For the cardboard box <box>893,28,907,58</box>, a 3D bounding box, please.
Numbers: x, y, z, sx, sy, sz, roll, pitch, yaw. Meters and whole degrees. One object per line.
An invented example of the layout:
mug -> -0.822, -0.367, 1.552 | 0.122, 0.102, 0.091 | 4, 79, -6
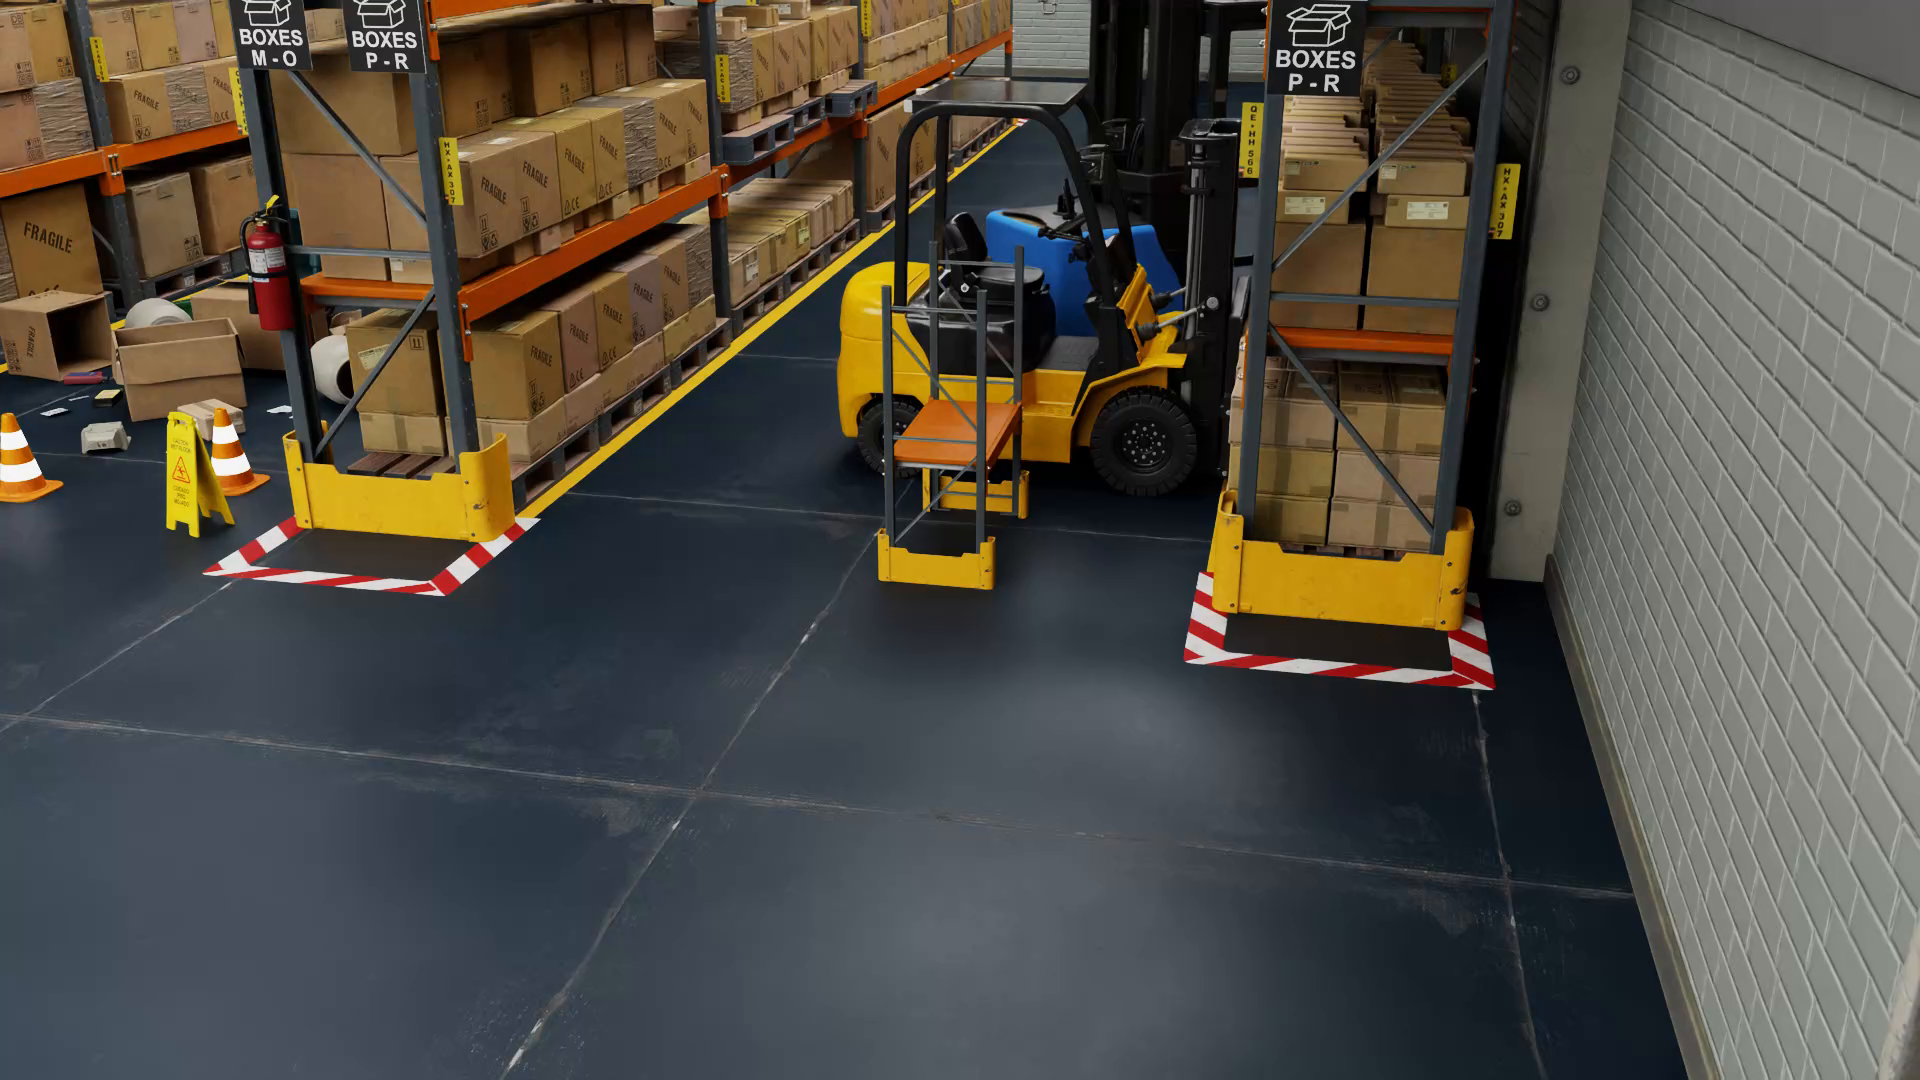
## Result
cardboard box -> -0.840, -5.078, 16.979 | 0.500, 0.250, 0.500 | 4, 22, 11

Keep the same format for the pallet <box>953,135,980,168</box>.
pallet -> -0.358, -4.821, 20.541 | 1.003, 0.211, 1.213 | 4, 22, 11

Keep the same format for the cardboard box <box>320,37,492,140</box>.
cardboard box -> -3.037, -2.490, 9.150 | 0.700, 0.500, 0.500 | 5, 22, 11

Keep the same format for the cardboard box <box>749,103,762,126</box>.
cardboard box -> -1.740, -3.263, 12.715 | 0.380, 0.149, 0.250 | 5, 22, 12

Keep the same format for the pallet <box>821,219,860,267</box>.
pallet -> -1.567, -2.800, 15.524 | 1.003, 0.211, 1.213 | 4, 22, 11

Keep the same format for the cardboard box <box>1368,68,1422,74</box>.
cardboard box -> 3.185, -3.368, 12.200 | 0.380, 0.149, 0.250 | 4, 22, 11

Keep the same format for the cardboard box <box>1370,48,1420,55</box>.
cardboard box -> 3.547, -3.926, 13.584 | 0.380, 0.149, 0.250 | 4, 22, 10

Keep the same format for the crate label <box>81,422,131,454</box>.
crate label -> -5.270, -0.634, 10.244 | 0.250, 0.136, 0.298 | -7, 23, -17

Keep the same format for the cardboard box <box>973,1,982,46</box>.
cardboard box -> -0.023, -6.405, 20.609 | 0.500, 0.500, 0.500 | 5, 22, 11

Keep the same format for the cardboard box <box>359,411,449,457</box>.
cardboard box -> -3.132, -0.698, 9.689 | 0.500, 0.250, 0.500 | 4, 22, 11

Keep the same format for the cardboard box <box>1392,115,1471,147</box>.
cardboard box -> 2.470, -2.135, 8.740 | 0.380, 0.149, 0.250 | 4, 22, 10

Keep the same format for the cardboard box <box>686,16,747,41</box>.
cardboard box -> -1.780, -3.742, 12.166 | 0.380, 0.149, 0.250 | 4, 22, 11

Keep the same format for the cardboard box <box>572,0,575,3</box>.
cardboard box -> -5.014, -6.710, 20.968 | 0.500, 0.500, 0.500 | 4, 22, 11

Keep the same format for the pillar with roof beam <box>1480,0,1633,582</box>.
pillar with roof beam -> -1.368, -4.373, 7.667 | 9.100, 9.000, 0.400 | 4, 22, 11

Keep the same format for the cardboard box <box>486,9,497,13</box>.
cardboard box -> -5.509, -6.086, 18.929 | 0.380, 0.149, 0.250 | 4, 22, 11

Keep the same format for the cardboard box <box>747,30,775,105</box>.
cardboard box -> -1.744, -3.628, 12.754 | 0.500, 0.500, 0.500 | 5, 22, 11

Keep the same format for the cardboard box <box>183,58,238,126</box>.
cardboard box -> -6.511, -3.842, 14.245 | 0.500, 0.500, 0.500 | 4, 22, 11

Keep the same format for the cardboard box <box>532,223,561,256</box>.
cardboard box -> -2.498, -1.719, 9.443 | 0.380, 0.149, 0.250 | 5, 22, 12

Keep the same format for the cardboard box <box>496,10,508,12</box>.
cardboard box -> -5.450, -6.051, 19.240 | 0.380, 0.149, 0.250 | 5, 23, 13

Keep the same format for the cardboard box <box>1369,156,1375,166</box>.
cardboard box -> 2.489, -1.843, 9.281 | 0.500, 0.500, 0.500 | 5, 22, 12

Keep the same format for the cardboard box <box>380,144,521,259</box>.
cardboard box -> -2.670, -1.790, 8.751 | 0.500, 0.500, 0.500 | 4, 22, 10

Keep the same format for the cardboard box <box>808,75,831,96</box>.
cardboard box -> -1.336, -3.927, 14.364 | 0.380, 0.149, 0.250 | 5, 22, 12

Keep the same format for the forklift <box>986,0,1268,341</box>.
forklift -> 1.722, -2.784, 11.842 | 3.031, 2.935, 1.130 | -11, 24, -25

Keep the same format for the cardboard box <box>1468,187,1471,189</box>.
cardboard box -> 2.425, -1.894, 8.540 | 0.380, 0.149, 0.250 | 5, 22, 11

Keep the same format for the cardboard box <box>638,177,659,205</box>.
cardboard box -> -2.193, -2.287, 10.854 | 0.380, 0.149, 0.250 | 4, 22, 10

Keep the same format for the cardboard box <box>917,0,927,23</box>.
cardboard box -> -0.656, -5.796, 17.758 | 0.500, 0.500, 0.500 | 5, 23, 13

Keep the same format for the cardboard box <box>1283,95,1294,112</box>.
cardboard box -> 2.095, -2.551, 9.772 | 0.380, 0.149, 0.250 | 4, 22, 10

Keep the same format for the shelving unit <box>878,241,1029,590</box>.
shelving unit -> -0.016, -0.668, 8.504 | 0.587, 1.500, 1.083 | 4, 22, 11

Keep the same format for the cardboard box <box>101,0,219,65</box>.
cardboard box -> -6.787, -4.322, 14.098 | 0.700, 0.500, 0.500 | 5, 22, 11

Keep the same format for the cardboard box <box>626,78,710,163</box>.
cardboard box -> -2.069, -2.919, 11.555 | 0.500, 0.500, 0.500 | 4, 22, 10

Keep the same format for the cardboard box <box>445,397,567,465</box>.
cardboard box -> -2.603, -0.647, 9.563 | 0.500, 0.250, 0.500 | 4, 22, 10

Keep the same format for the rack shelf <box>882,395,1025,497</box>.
rack shelf -> -0.017, -0.498, 8.563 | 0.538, 0.185, 1.000 | 4, 22, 11

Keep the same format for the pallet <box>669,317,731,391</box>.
pallet -> -2.325, -1.375, 11.984 | 1.003, 0.211, 1.213 | 4, 22, 11

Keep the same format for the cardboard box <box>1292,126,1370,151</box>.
cardboard box -> 1.859, -1.985, 8.366 | 0.380, 0.149, 0.250 | 5, 22, 11

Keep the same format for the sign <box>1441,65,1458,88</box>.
sign -> 3.182, -2.936, 10.863 | 0.100, 0.325, 0.005 | 4, 22, 11

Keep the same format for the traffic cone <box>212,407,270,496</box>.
traffic cone -> -4.213, -0.532, 9.556 | 0.336, 0.463, 0.334 | 4, 22, 11

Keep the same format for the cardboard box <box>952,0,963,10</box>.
cardboard box -> -0.255, -6.508, 19.526 | 0.500, 0.500, 0.500 | 5, 22, 11

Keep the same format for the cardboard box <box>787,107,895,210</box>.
cardboard box -> -1.184, -3.835, 16.642 | 0.875, 0.875, 0.875 | 4, 22, 10

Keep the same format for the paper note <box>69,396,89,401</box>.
paper note -> -5.943, -0.957, 11.216 | 0.032, 0.001, 0.123 | 18, 28, 38

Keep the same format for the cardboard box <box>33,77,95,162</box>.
cardboard box -> -7.152, -3.191, 12.560 | 0.875, 0.550, 0.550 | 4, 22, 11

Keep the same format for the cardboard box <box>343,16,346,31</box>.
cardboard box -> -5.988, -5.230, 16.802 | 0.380, 0.149, 0.250 | 4, 22, 11

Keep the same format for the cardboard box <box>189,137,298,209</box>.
cardboard box -> -6.660, -3.335, 15.569 | 1.050, 0.750, 0.750 | 5, 22, 12

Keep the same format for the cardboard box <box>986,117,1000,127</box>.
cardboard box -> 0.011, -5.727, 21.926 | 0.875, 0.438, 0.875 | 5, 22, 12

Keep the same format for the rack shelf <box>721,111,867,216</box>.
rack shelf -> -1.814, -3.314, 14.030 | 1.077, 0.370, 4.000 | 4, 22, 11

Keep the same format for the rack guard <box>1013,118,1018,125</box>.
rack guard -> 0.231, -6.154, 23.466 | 1.175, 0.500, 0.348 | 4, 22, 11

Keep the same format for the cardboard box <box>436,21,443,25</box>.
cardboard box -> -5.770, -5.478, 17.816 | 0.380, 0.149, 0.250 | 4, 22, 11

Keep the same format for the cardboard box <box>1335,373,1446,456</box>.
cardboard box -> 2.105, -0.621, 8.160 | 0.500, 0.250, 0.500 | 4, 22, 10

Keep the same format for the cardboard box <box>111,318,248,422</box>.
cardboard box -> -5.158, -1.131, 10.988 | 0.797, 0.503, 0.637 | -11, 25, -26

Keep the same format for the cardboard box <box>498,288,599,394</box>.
cardboard box -> -2.496, -1.195, 9.920 | 0.500, 0.500, 0.500 | 4, 22, 9

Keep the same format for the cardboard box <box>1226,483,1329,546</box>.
cardboard box -> 1.608, -0.192, 8.433 | 0.500, 0.250, 0.500 | 5, 22, 11

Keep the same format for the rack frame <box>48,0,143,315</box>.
rack frame -> -7.089, -3.257, 12.925 | 1.000, 3.000, 0.127 | 4, 22, 11

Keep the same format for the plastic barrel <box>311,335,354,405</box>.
plastic barrel -> -4.099, -1.129, 11.091 | 0.421, 0.421, 0.512 | -16, 27, -35

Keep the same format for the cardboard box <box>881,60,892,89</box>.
cardboard box -> -0.972, -4.659, 16.606 | 0.500, 0.250, 0.500 | 4, 22, 9

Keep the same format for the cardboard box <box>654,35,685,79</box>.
cardboard box -> -2.353, -3.482, 12.390 | 0.500, 0.500, 0.500 | 4, 22, 10

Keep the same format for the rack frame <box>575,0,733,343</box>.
rack frame -> -2.222, -2.916, 12.080 | 1.000, 3.000, 0.127 | 4, 22, 11

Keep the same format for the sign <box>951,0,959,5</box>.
sign -> -0.056, -6.305, 19.049 | 0.100, 0.325, 0.005 | 4, 22, 11

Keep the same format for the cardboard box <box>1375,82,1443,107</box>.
cardboard box -> 2.736, -2.698, 10.138 | 0.380, 0.149, 0.250 | 4, 22, 10
